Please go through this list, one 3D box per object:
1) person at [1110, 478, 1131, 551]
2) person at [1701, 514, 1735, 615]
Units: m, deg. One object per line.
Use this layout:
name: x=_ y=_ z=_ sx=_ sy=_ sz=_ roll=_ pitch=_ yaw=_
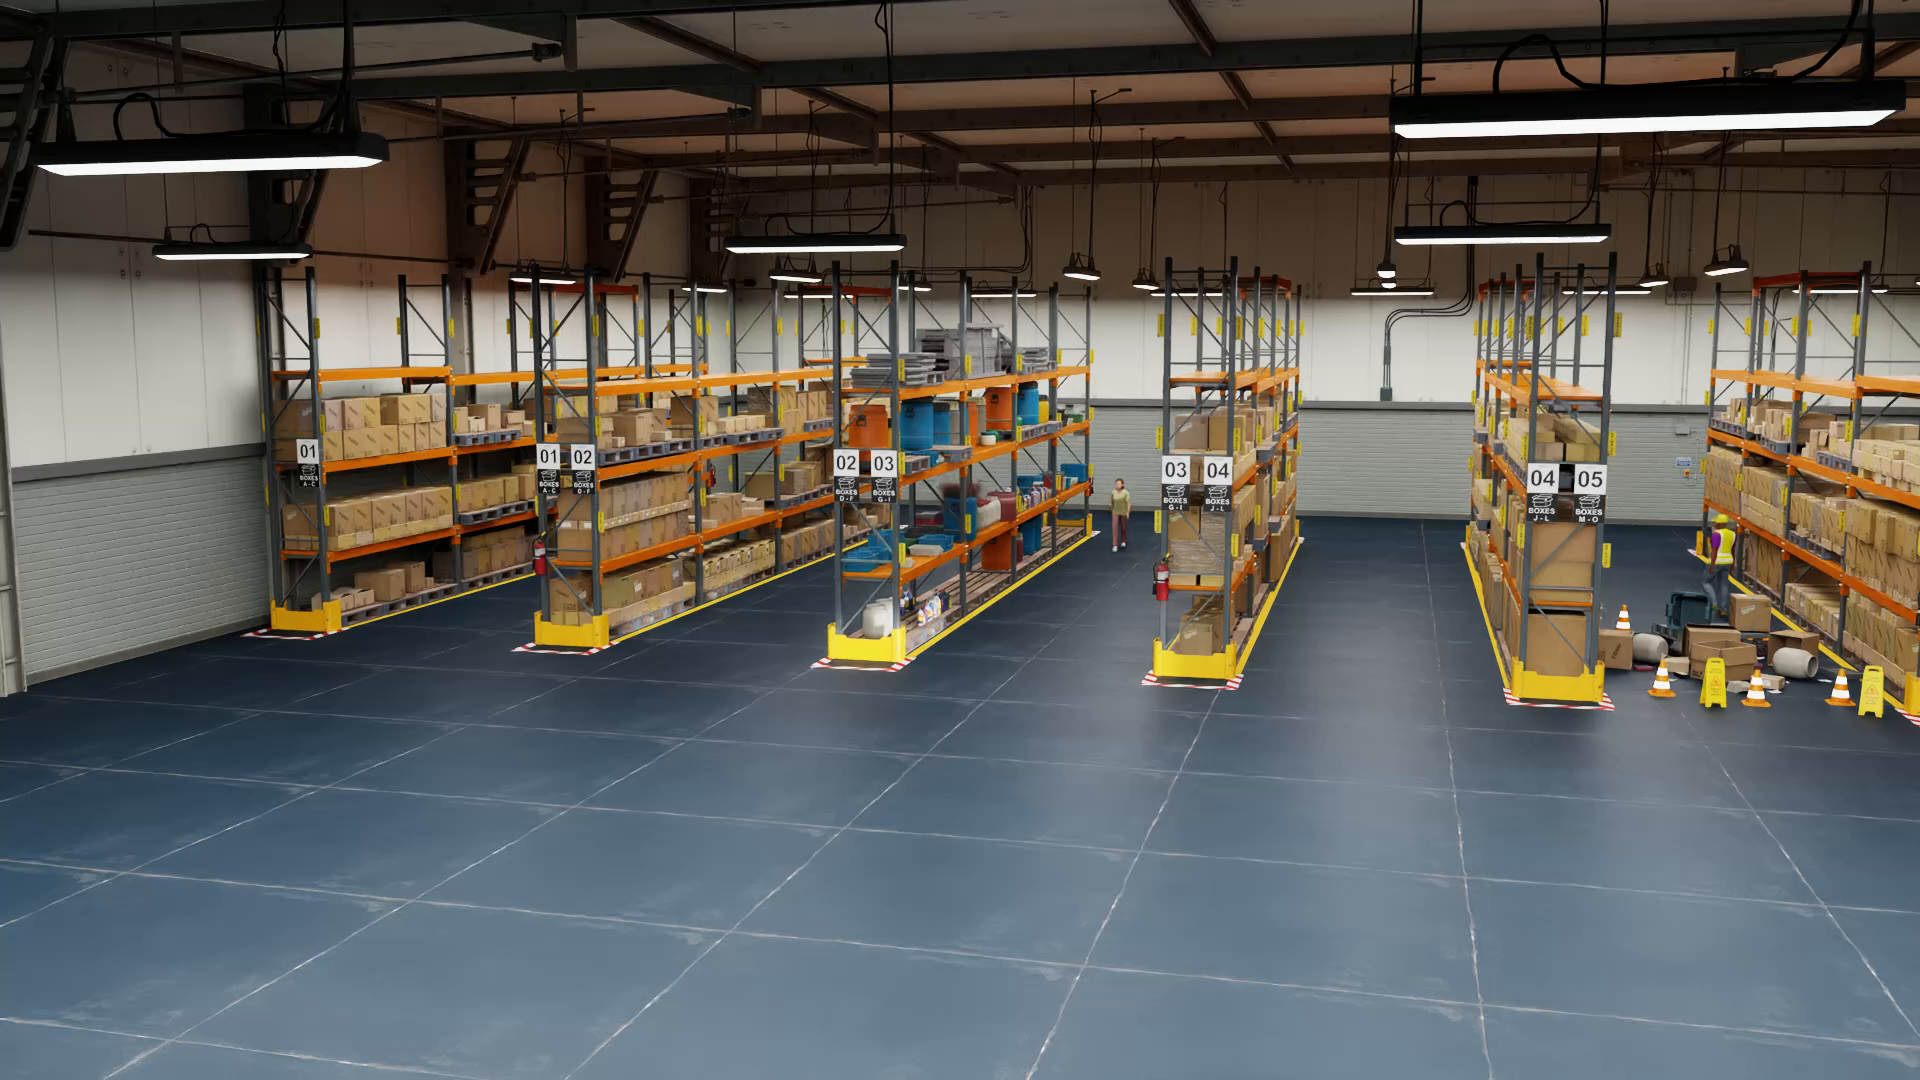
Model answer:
person: x=3.628 y=-0.591 z=37.675 sx=0.475 sy=1.610 sz=1.058 roll=2 pitch=7 yaw=12
person: x=13.347 y=0.433 z=29.194 sx=0.597 sy=1.774 sz=0.445 roll=-2 pitch=7 yaw=-14
